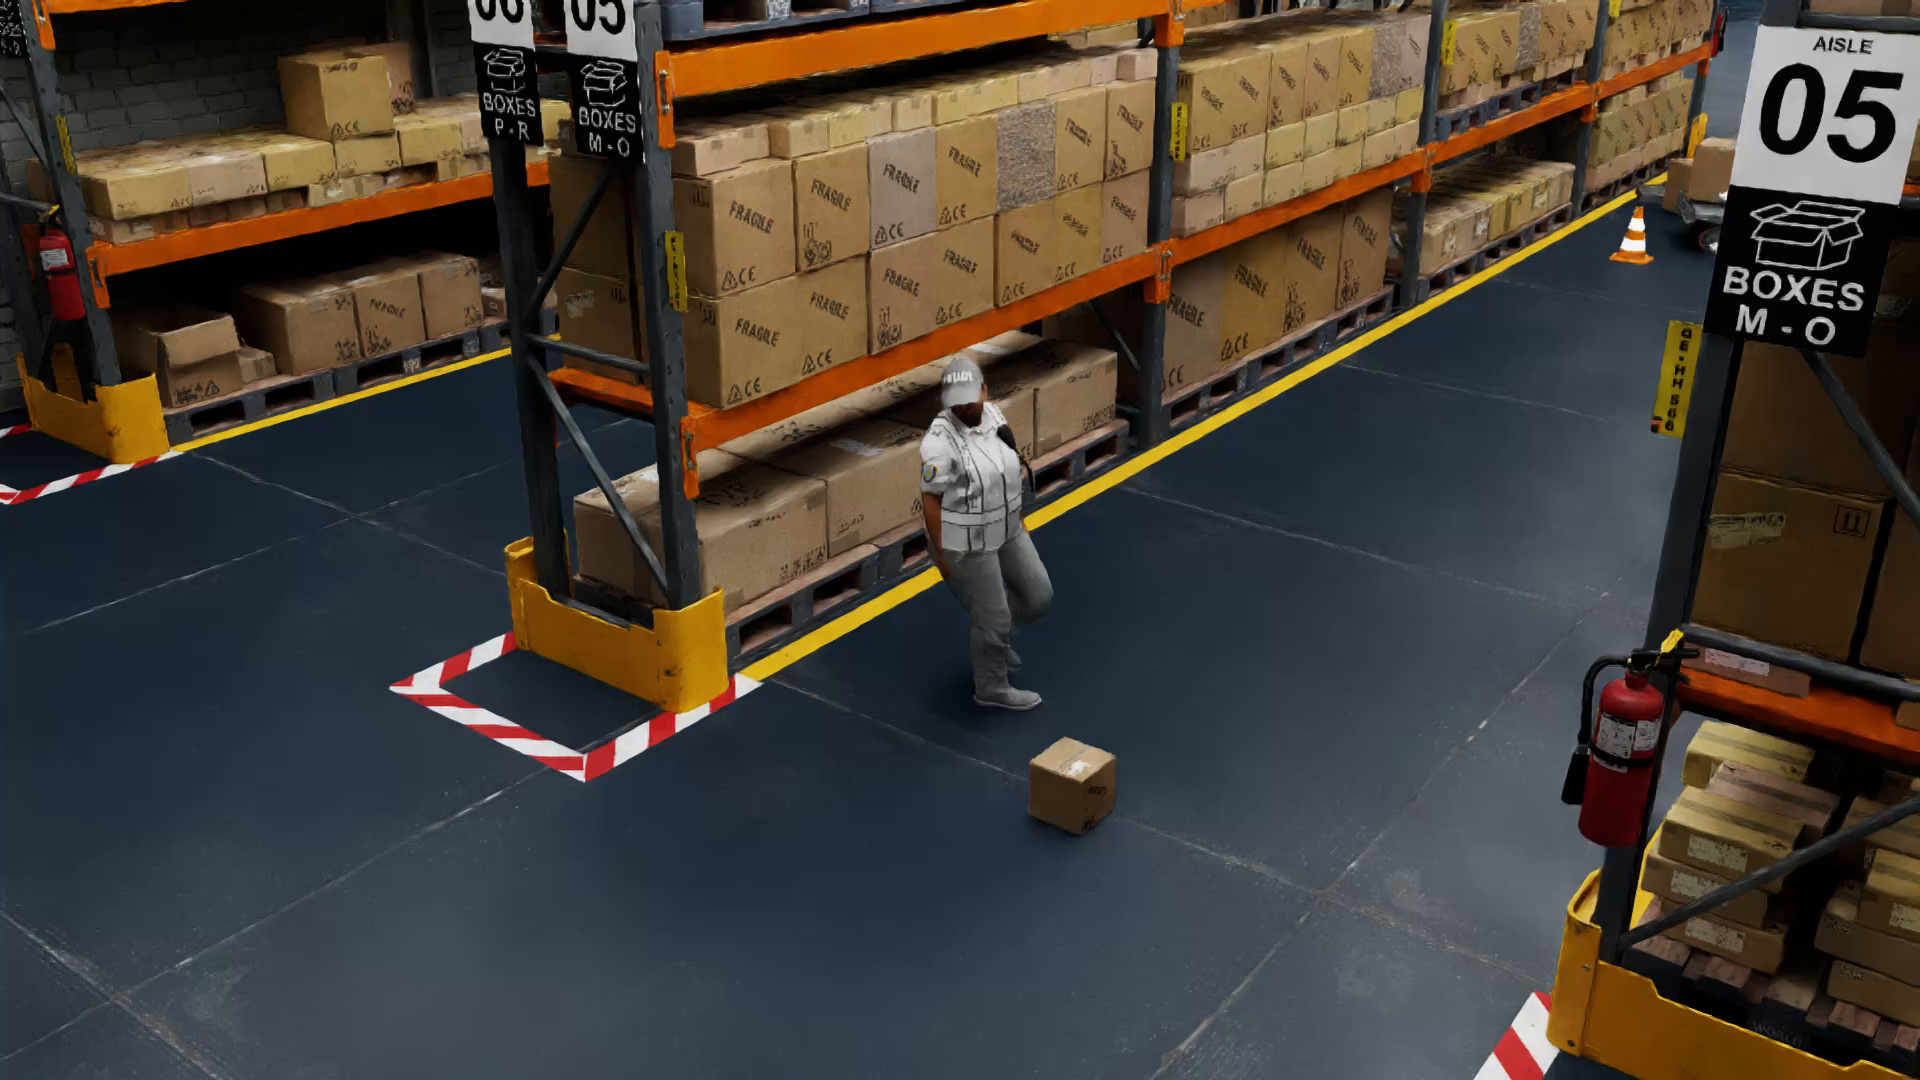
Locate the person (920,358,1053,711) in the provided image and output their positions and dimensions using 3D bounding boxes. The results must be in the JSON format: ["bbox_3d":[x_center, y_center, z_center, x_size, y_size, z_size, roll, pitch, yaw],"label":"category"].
[{"bbox_3d":[0.125,-0.017,7.164,0.454,1.644,0.632,17,29,34],"label":"person"}]
